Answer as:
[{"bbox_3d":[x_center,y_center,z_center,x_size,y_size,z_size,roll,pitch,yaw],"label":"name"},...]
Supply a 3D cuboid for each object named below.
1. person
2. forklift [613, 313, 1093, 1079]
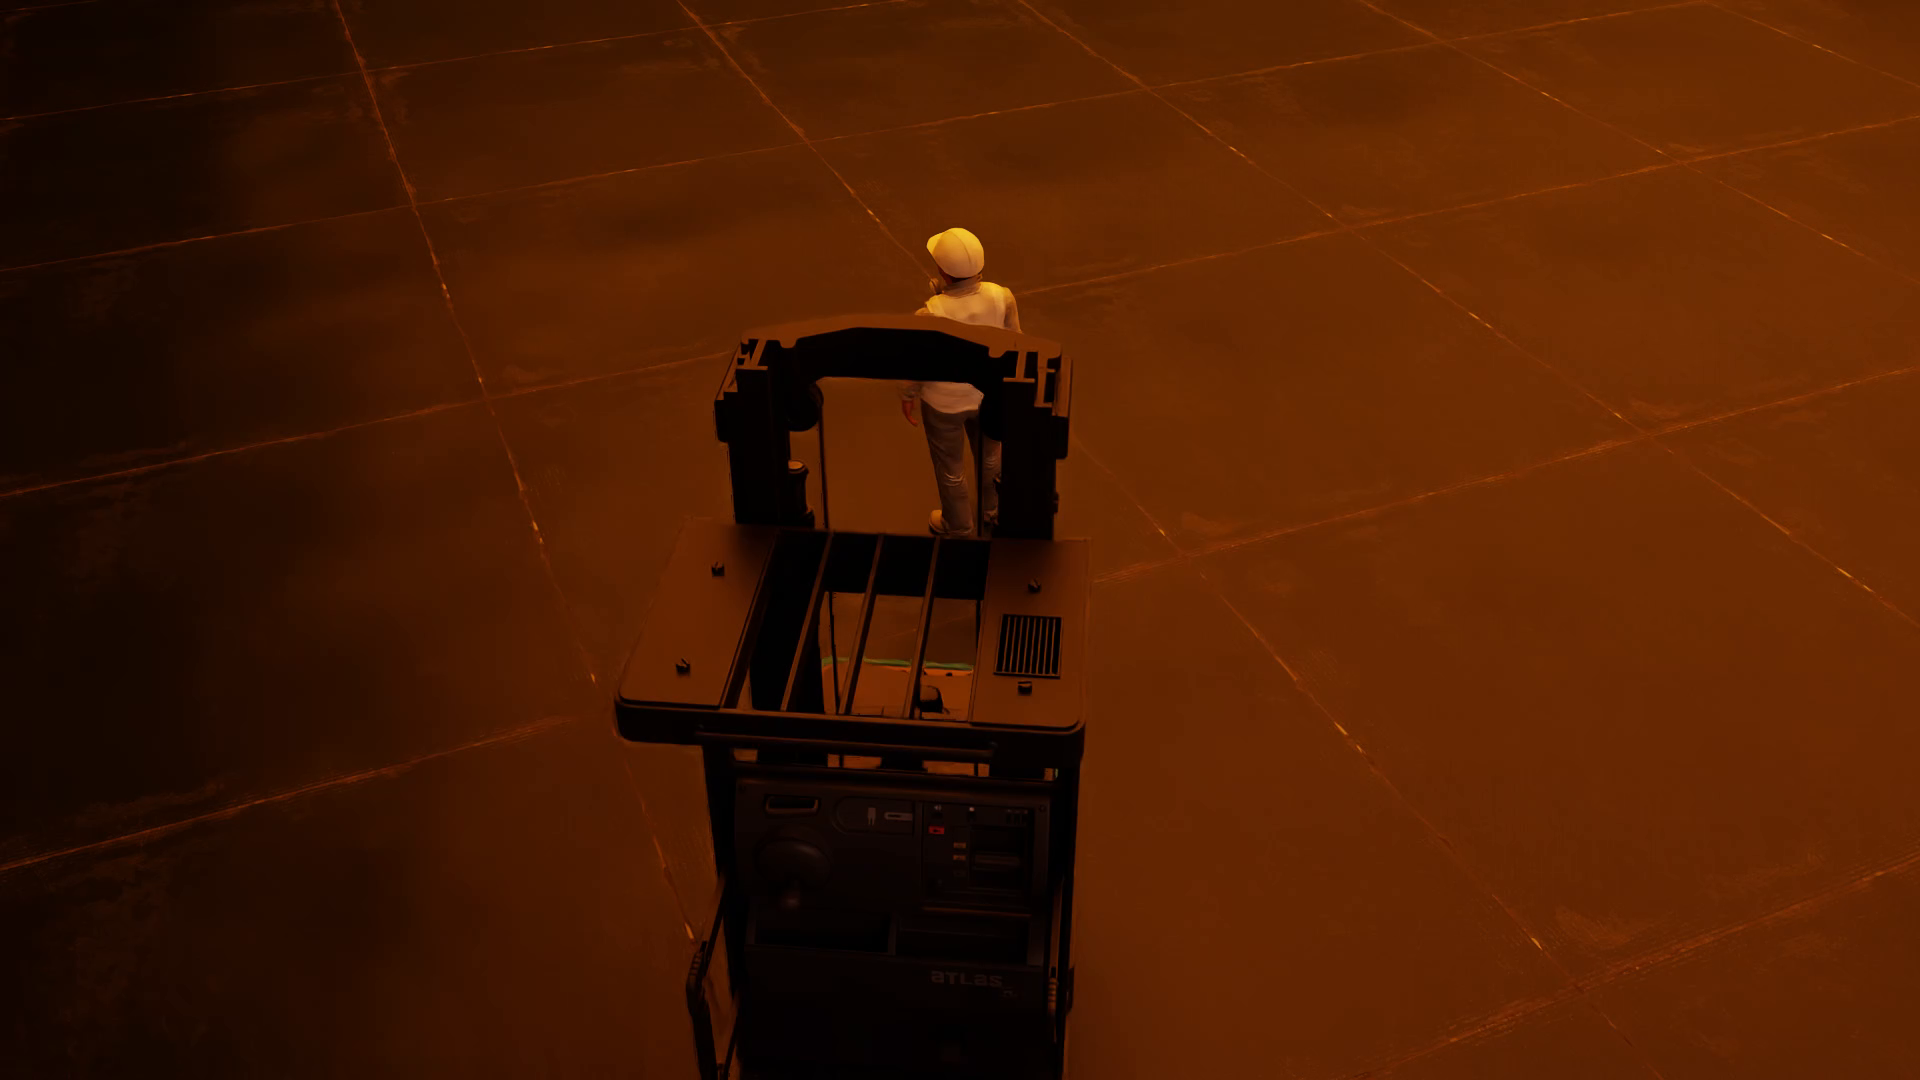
[{"bbox_3d":[-0.018,-0.764,8.159,0.634,1.775,0.566,-14,38,-19],"label":"person"},{"bbox_3d":[-0.220,0.978,4.724,1.130,2.935,3.031,3,36,4],"label":"forklift"}]
